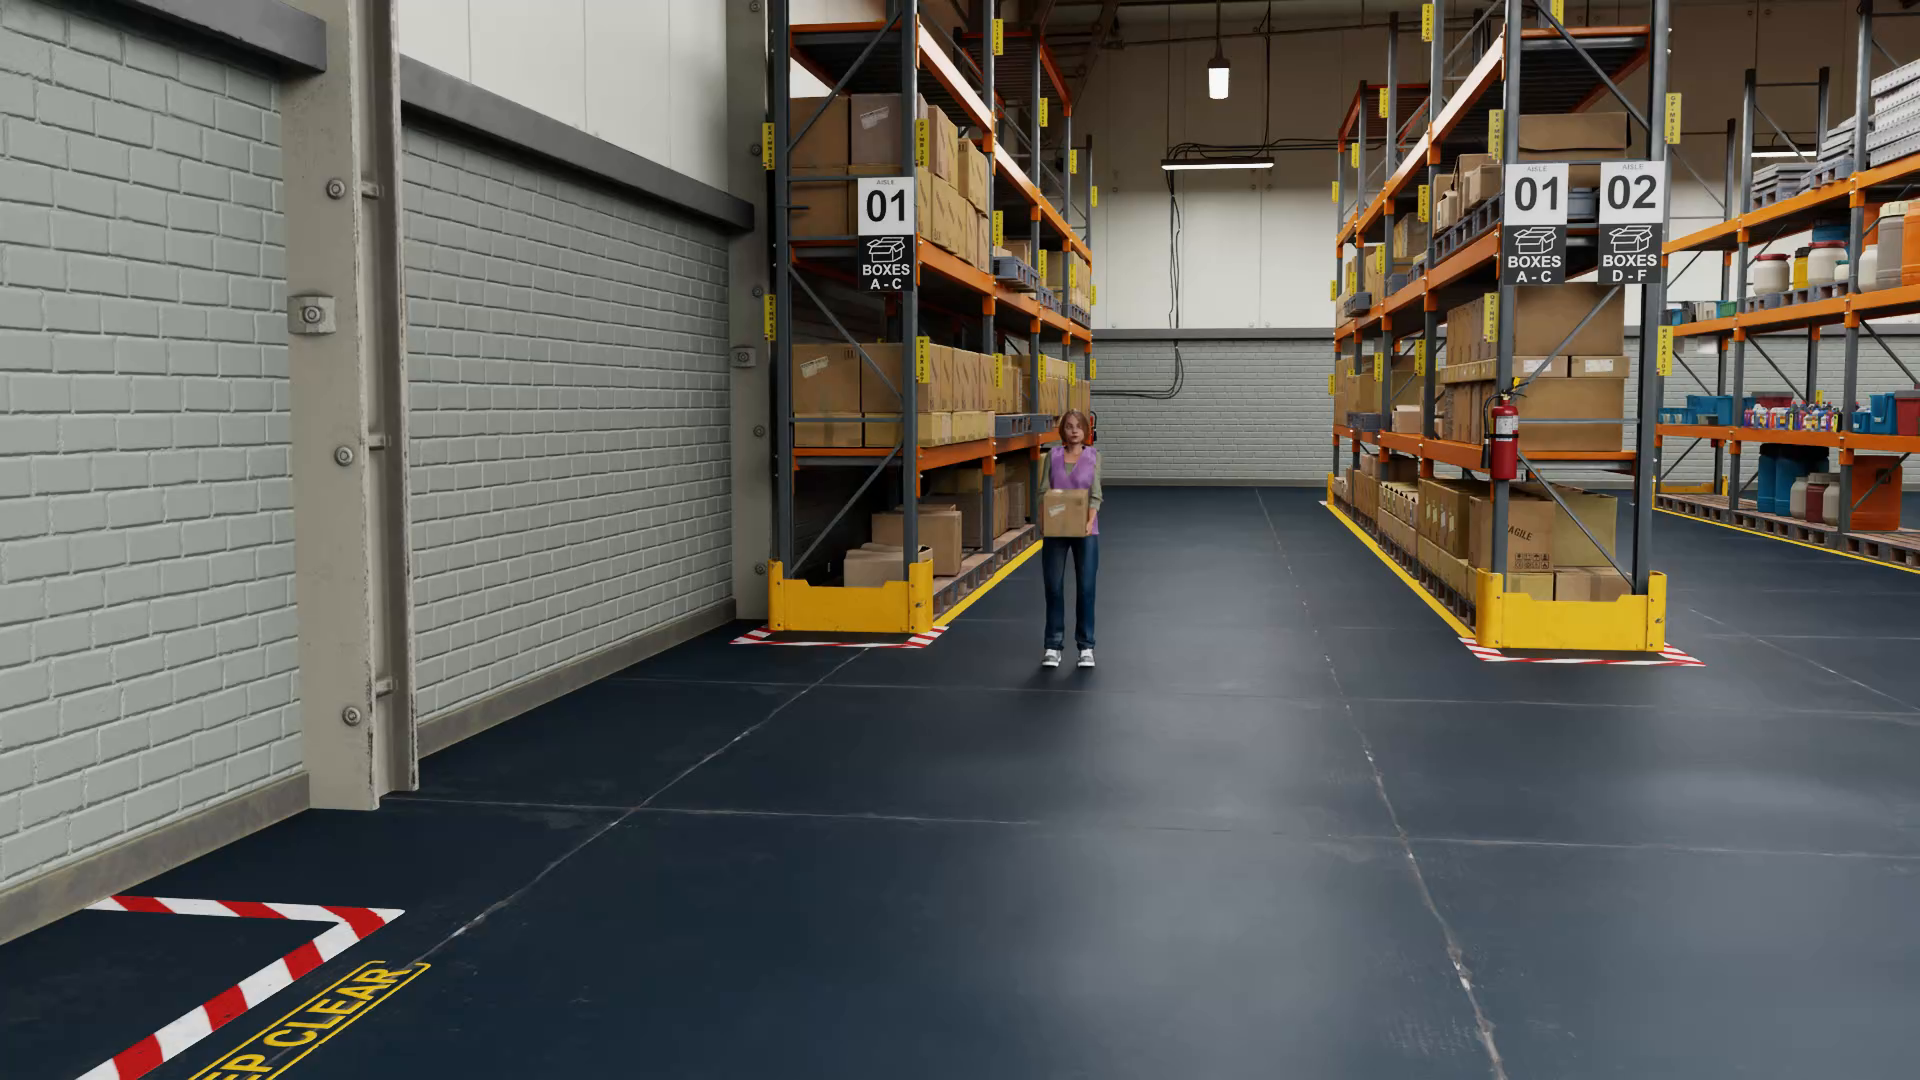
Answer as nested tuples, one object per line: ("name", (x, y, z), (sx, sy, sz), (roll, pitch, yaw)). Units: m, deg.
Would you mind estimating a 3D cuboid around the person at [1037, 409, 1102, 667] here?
("person", (0.674, -0.008, 10.253), (0.404, 1.594, 0.494), (1, 5, 10))
